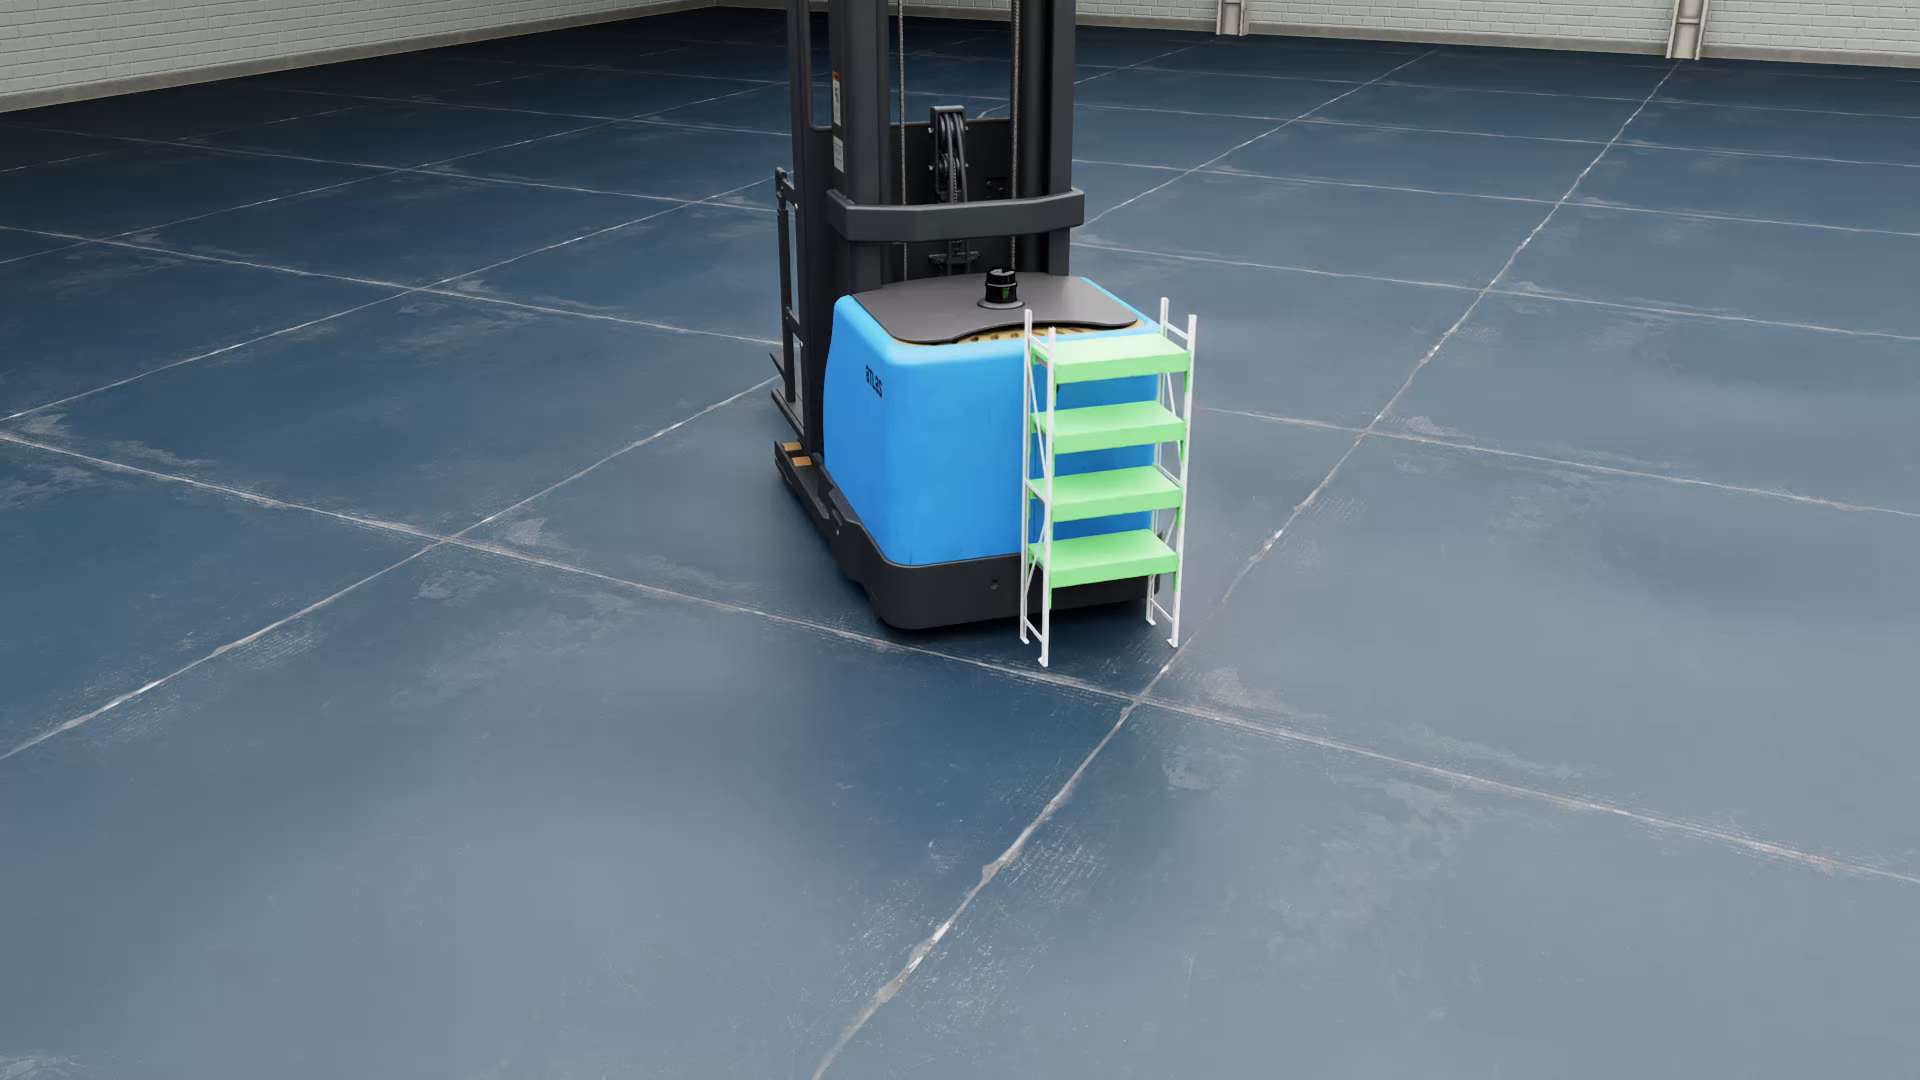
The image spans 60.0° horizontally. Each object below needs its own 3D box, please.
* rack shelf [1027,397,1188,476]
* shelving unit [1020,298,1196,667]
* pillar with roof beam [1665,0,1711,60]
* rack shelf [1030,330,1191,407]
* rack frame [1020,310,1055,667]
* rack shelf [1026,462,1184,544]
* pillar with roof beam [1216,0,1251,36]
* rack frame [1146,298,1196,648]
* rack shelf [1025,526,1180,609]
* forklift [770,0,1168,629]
[{"bbox_3d":[0.490,-0.351,5.592,0.480,0.148,0.258,-7,24,-16],"label":"rack shelf"},{"bbox_3d":[0.490,-0.189,5.661,0.503,1.200,0.258,-7,24,-16],"label":"shelving unit"},{"bbox_3d":[7.303,-8.807,15.960,0.400,9.000,9.100,11,25,25],"label":"pillar with roof beam"},{"bbox_3d":[0.490,-0.572,5.498,0.480,0.148,0.258,-7,24,-16],"label":"rack shelf"},{"bbox_3d":[0.258,-0.160,5.592,0.015,1.200,0.240,-7,24,-16],"label":"rack frame"},{"bbox_3d":[0.490,-0.130,5.685,0.480,0.148,0.258,-7,24,-16],"label":"rack shelf"},{"bbox_3d":[1.949,-9.866,18.451,0.400,9.000,9.100,11,25,25],"label":"pillar with roof beam"},{"bbox_3d":[0.722,-0.218,5.729,0.015,1.200,0.240,-7,24,-16],"label":"rack frame"},{"bbox_3d":[0.490,0.091,5.779,0.480,0.148,0.258,-7,24,-16],"label":"rack shelf"},{"bbox_3d":[-0.188,-1.584,6.730,1.130,2.935,3.031,-7,24,-16],"label":"forklift"}]
